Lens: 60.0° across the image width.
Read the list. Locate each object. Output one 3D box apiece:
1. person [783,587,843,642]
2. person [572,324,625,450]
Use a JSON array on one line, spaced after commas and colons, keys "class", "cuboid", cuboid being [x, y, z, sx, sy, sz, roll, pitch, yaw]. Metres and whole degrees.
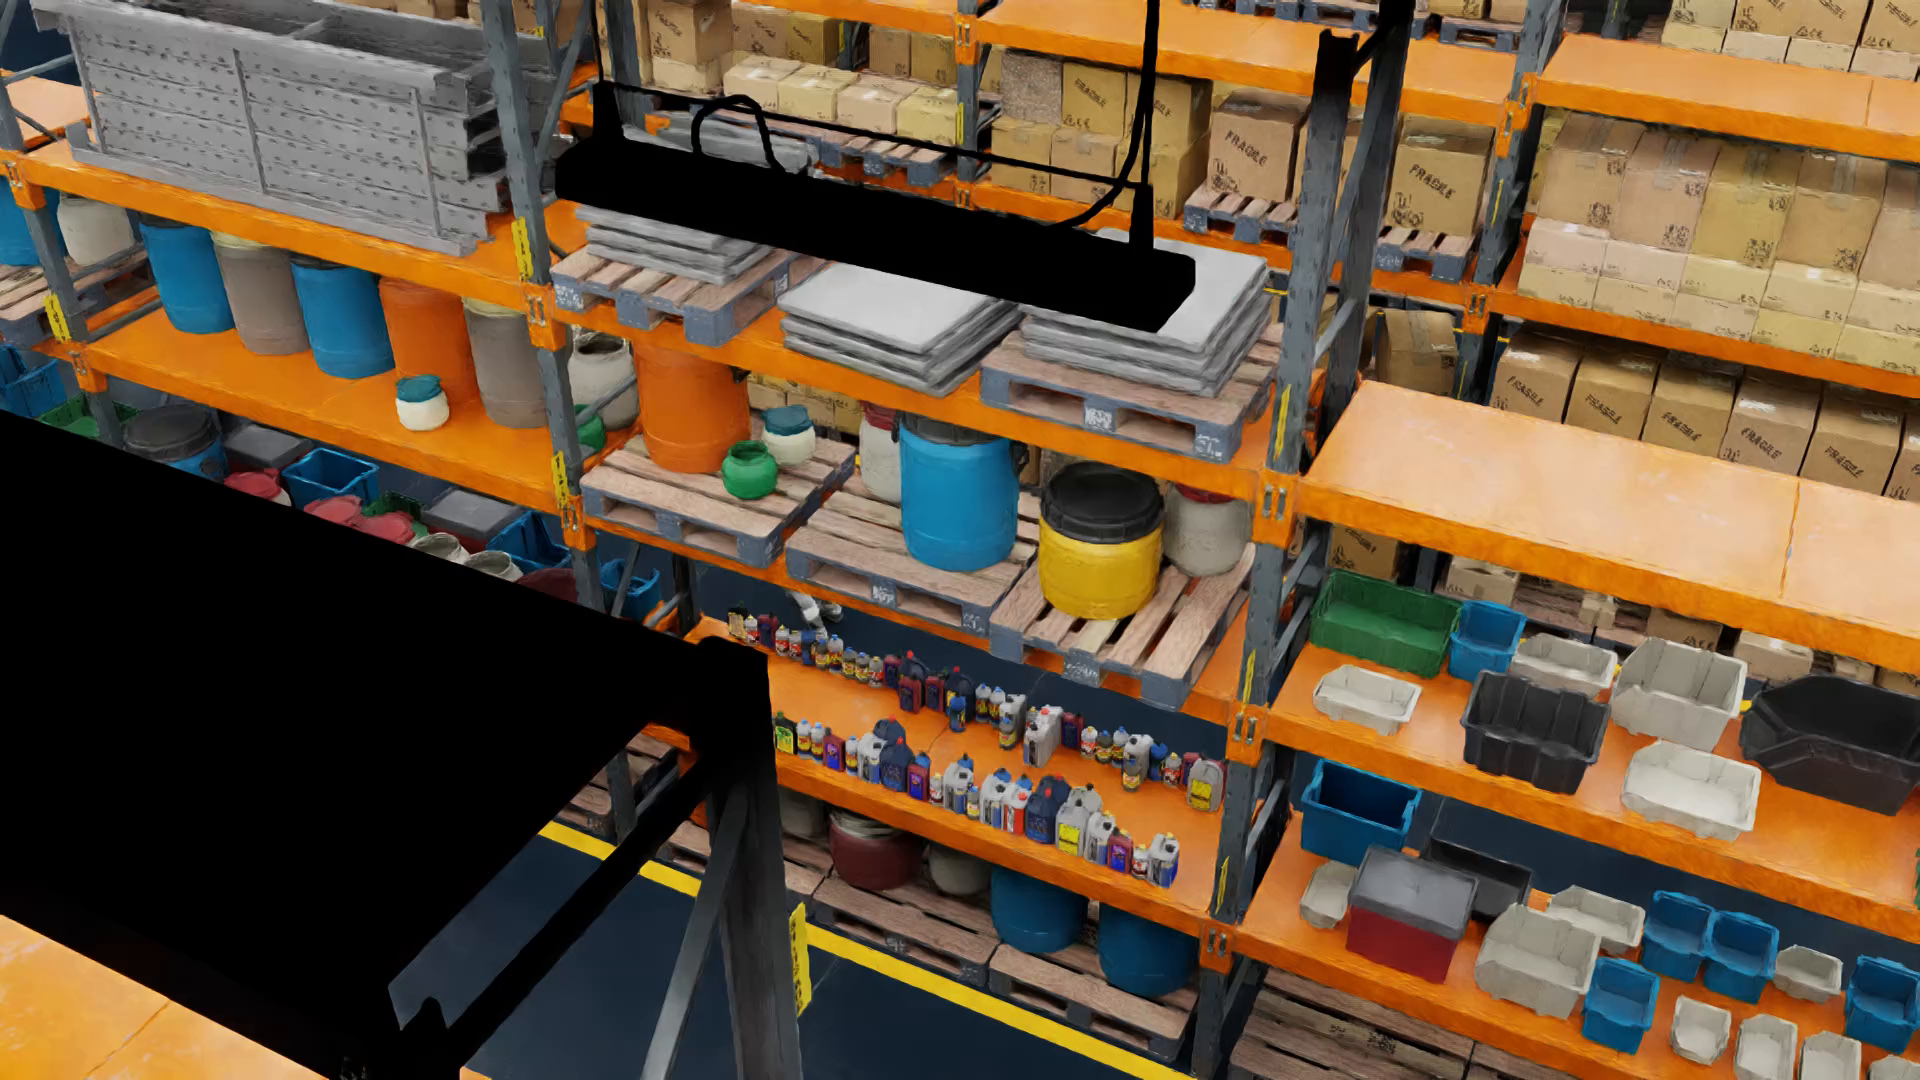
[{"class": "person", "cuboid": [-1.217, -0.030, 12.416, 0.552, 1.742, 0.677, 15, 38, 20]}, {"class": "person", "cuboid": [-3.482, -1.532, 14.572, 1.126, 1.672, 0.532, 18, 39, 24]}]
